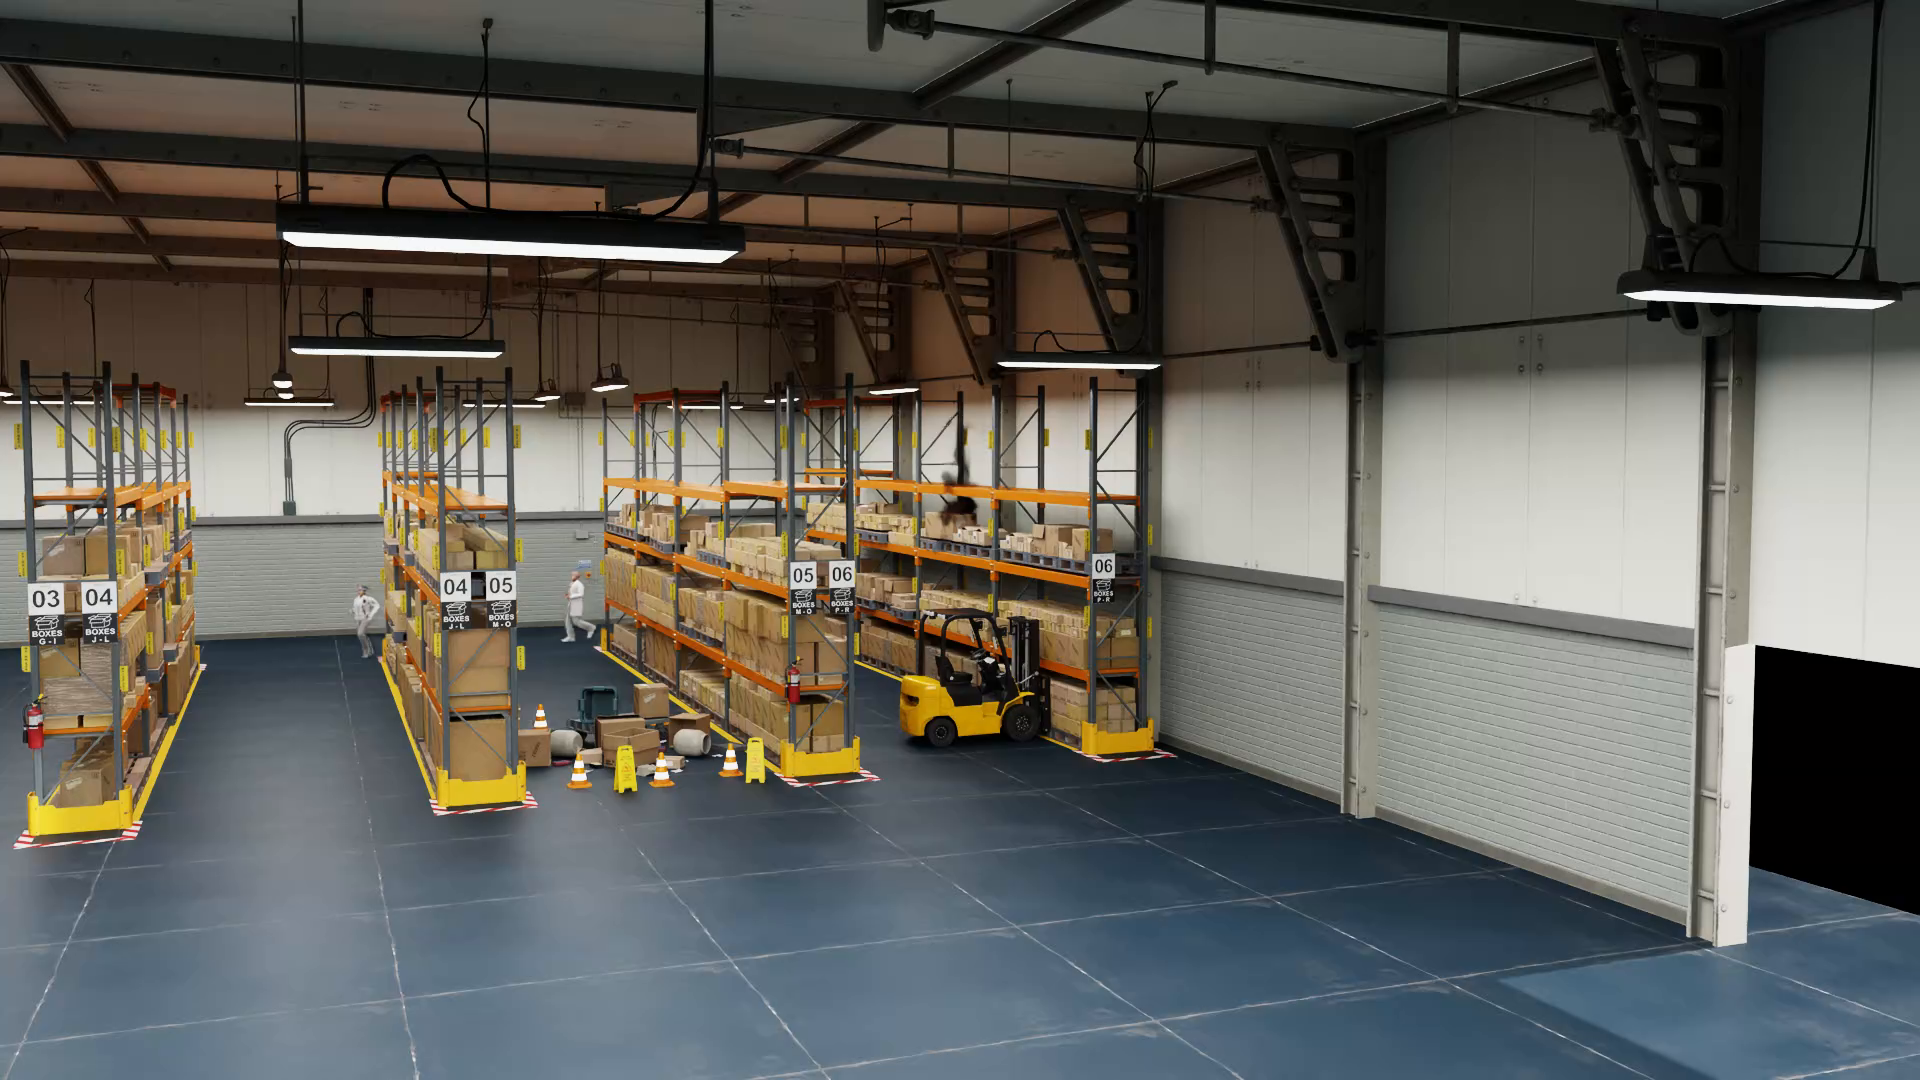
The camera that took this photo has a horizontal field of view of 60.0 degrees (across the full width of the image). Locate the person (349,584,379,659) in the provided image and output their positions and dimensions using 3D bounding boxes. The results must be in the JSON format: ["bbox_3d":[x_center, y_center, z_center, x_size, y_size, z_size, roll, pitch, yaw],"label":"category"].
[{"bbox_3d":[-13.723,1.872,38.217,0.588,1.710,0.695,1,4,23],"label":"person"}]

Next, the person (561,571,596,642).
[{"bbox_3d":[-9.476,1.744,41.190,0.884,1.546,0.711,-2,4,-35],"label":"person"}]
